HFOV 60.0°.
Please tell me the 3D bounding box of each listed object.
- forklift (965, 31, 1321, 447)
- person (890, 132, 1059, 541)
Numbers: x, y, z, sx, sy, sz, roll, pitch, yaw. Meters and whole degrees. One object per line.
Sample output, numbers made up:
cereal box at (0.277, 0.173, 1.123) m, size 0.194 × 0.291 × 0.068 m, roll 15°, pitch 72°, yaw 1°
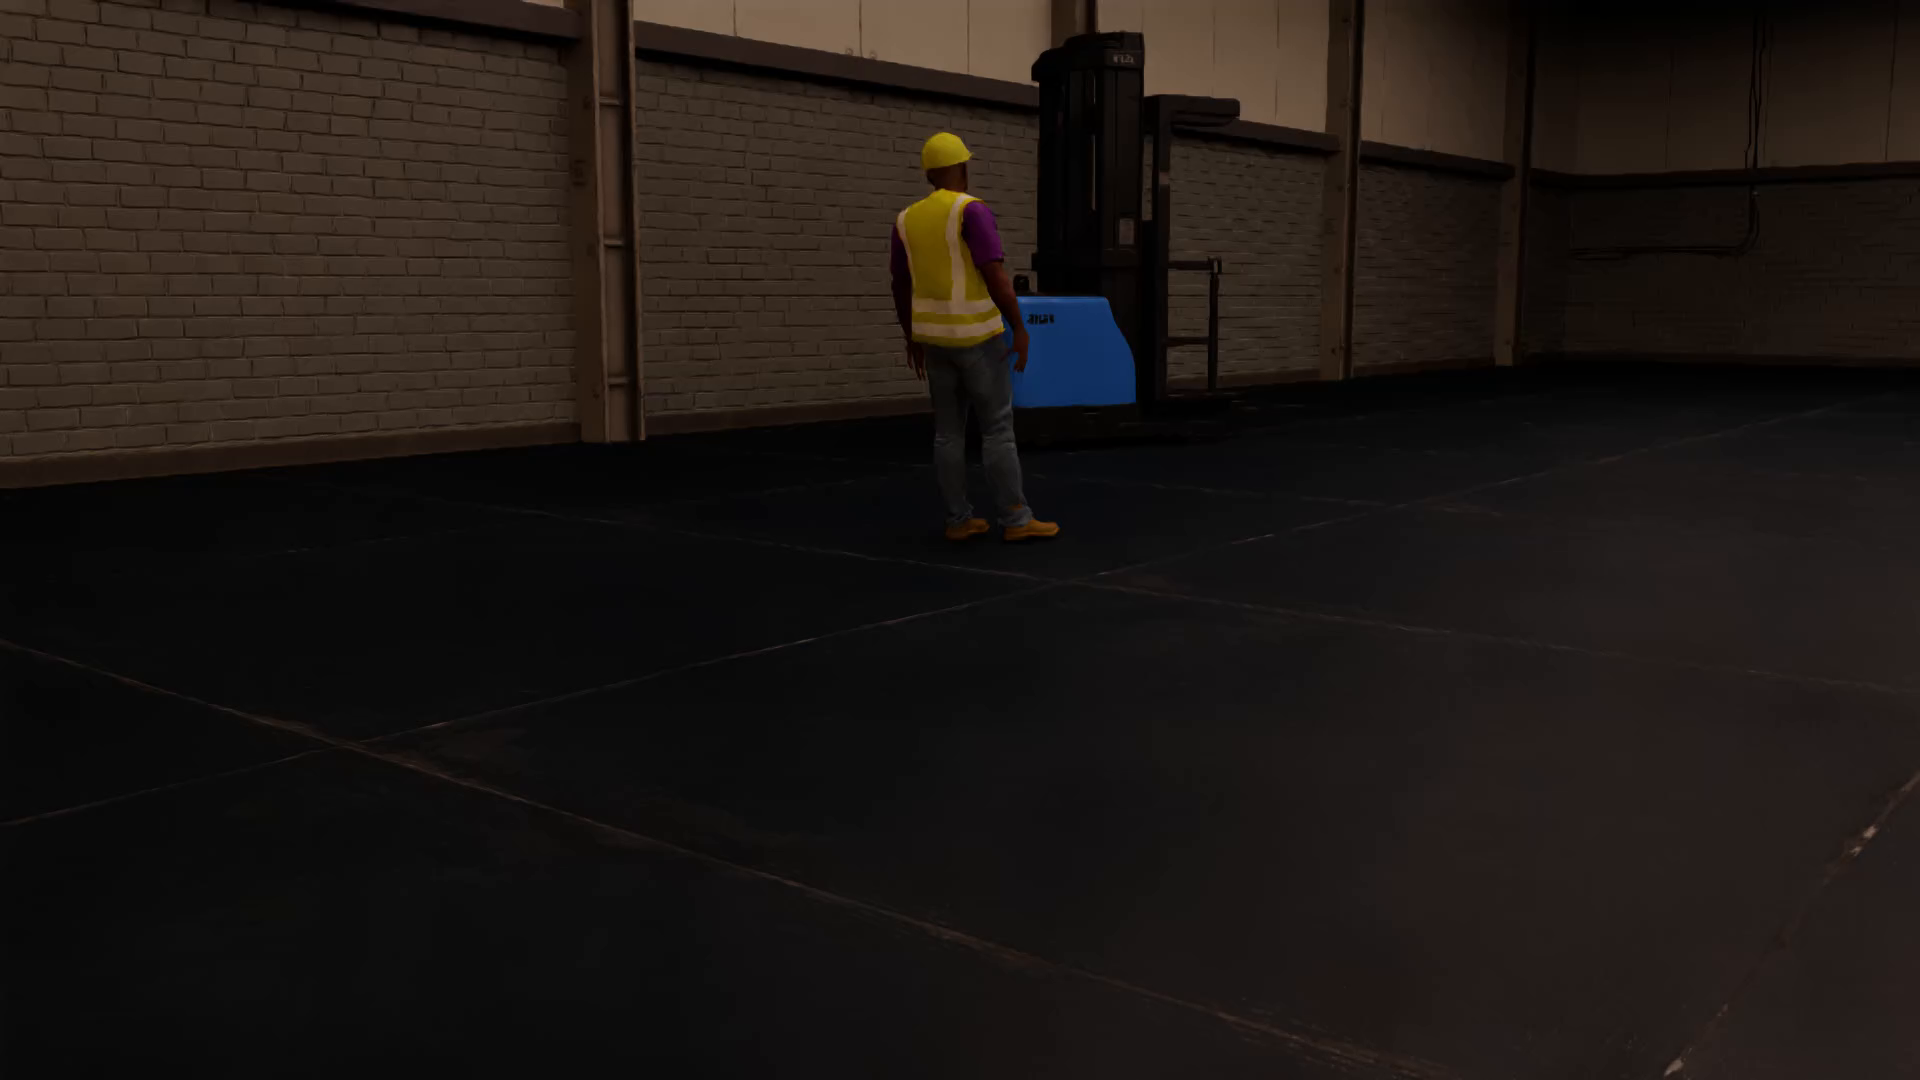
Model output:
forklift at (1.399, -2.233, 12.540) m, size 3.031 × 2.935 × 1.130 m, roll -5°, pitch 10°, yaw -31°
person at (0.048, -0.888, 7.326) m, size 0.665 × 1.766 × 0.576 m, roll 7°, pitch 11°, yaw 38°
